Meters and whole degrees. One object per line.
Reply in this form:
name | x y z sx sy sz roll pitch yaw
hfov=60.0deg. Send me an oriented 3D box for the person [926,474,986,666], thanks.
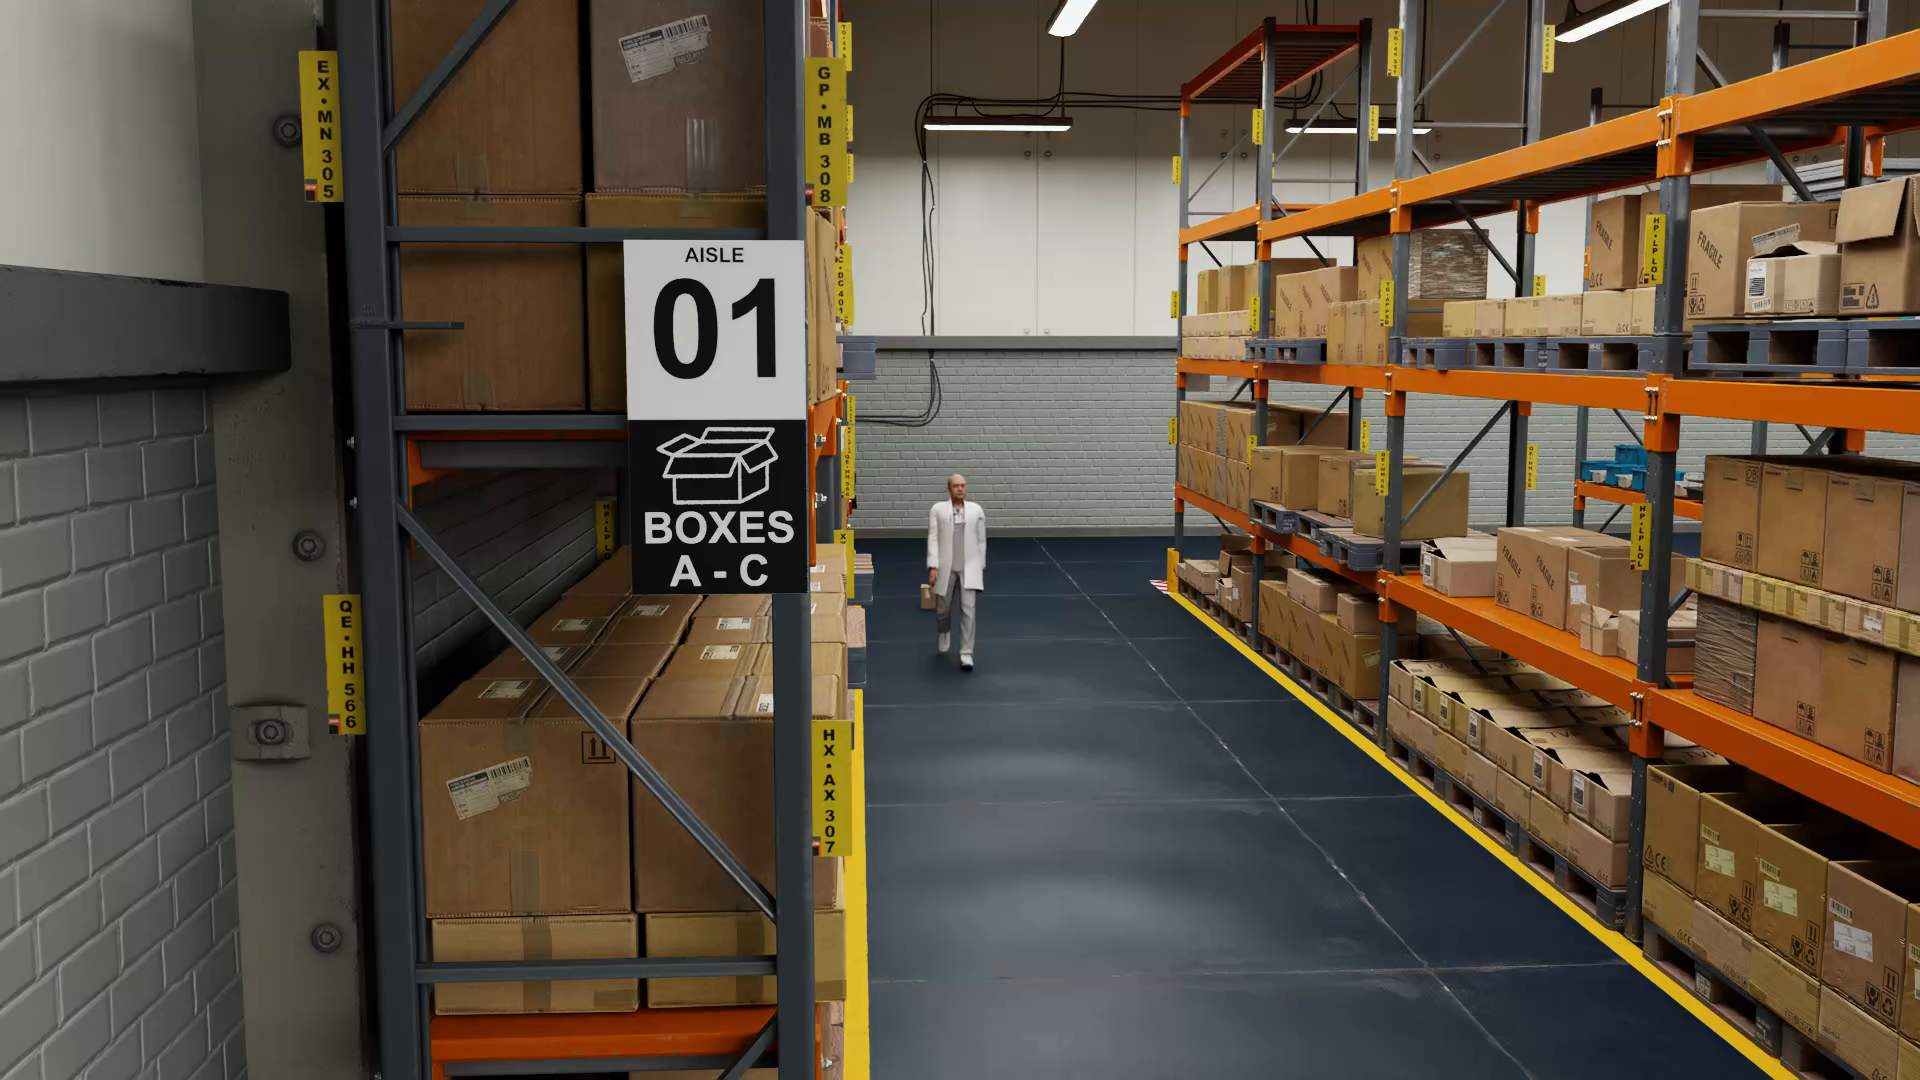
person | -0.033 0.260 15.493 0.563 1.743 0.858 0 7 -2
